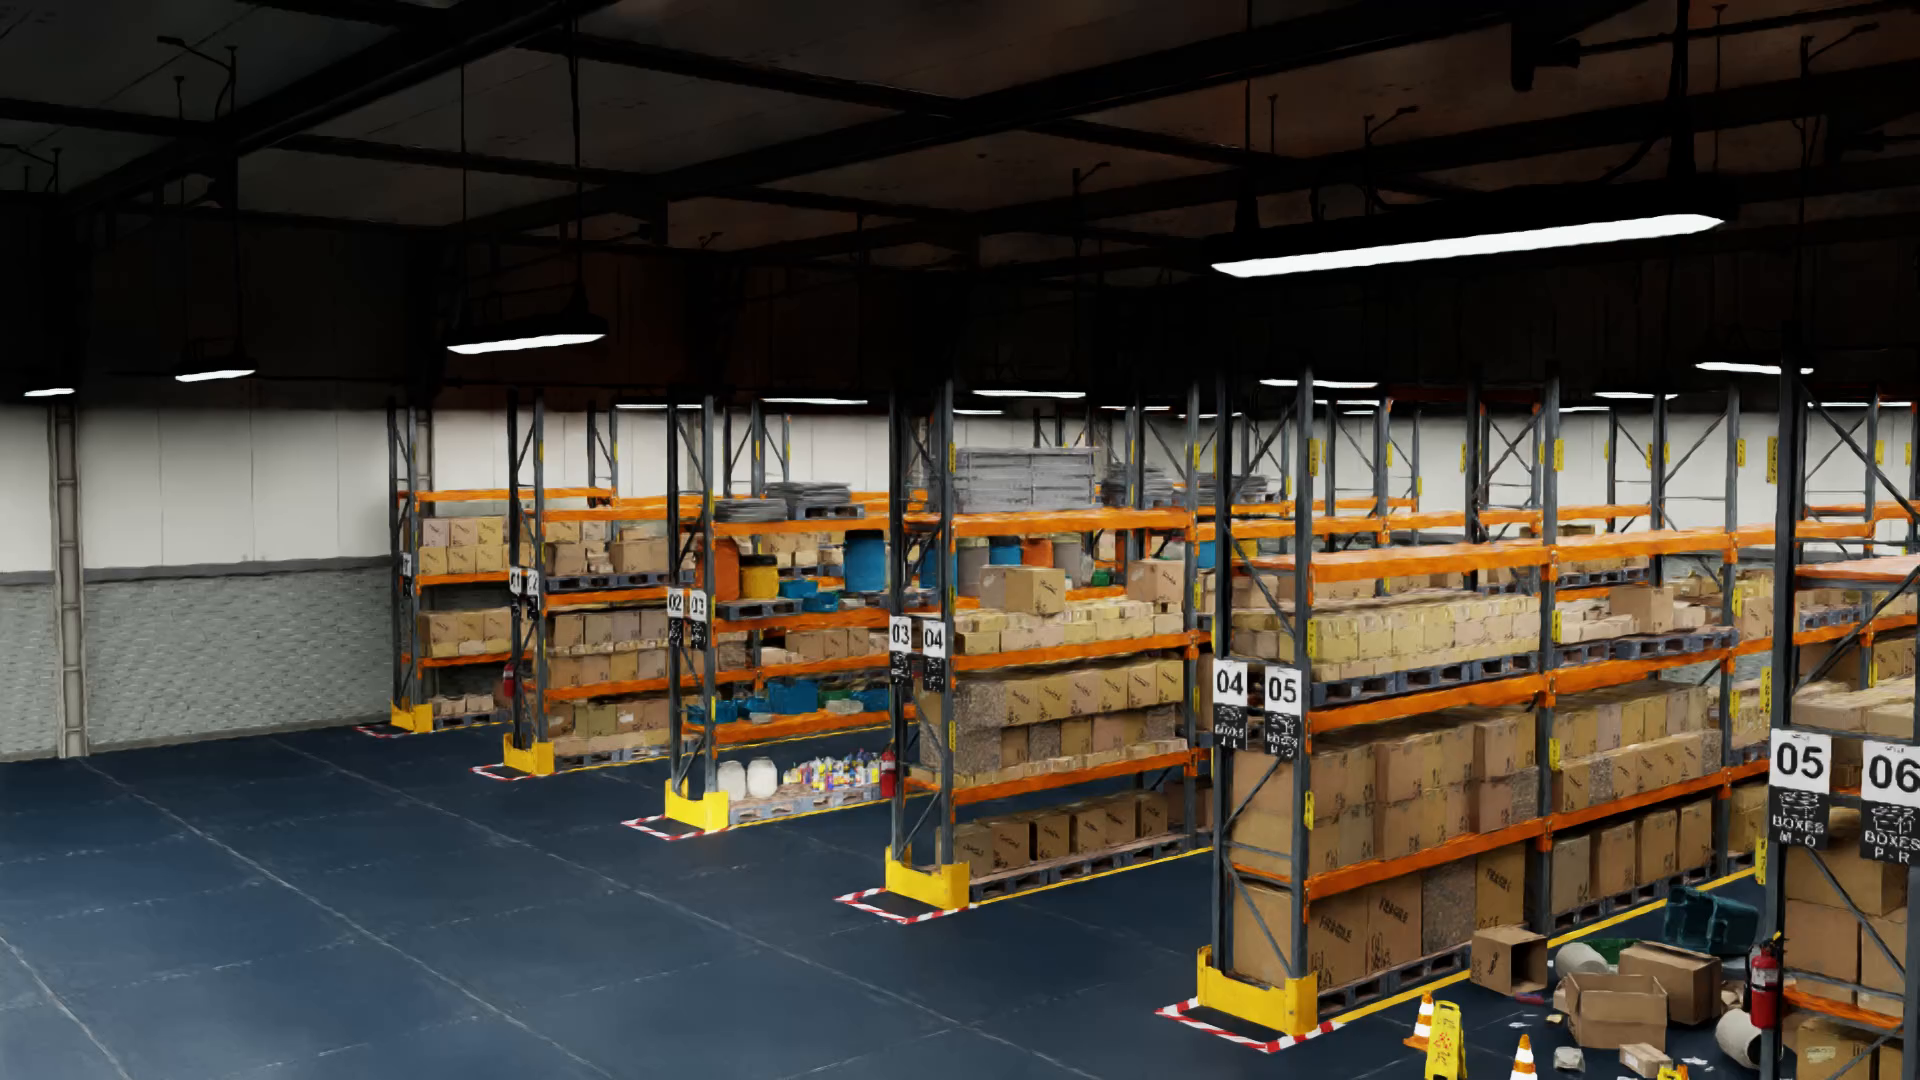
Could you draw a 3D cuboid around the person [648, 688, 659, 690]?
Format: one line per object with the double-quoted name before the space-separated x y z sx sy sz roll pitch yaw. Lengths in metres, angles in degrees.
"person" -5.521 2.600 29.884 0.997 1.625 0.502 -3 4 -41
